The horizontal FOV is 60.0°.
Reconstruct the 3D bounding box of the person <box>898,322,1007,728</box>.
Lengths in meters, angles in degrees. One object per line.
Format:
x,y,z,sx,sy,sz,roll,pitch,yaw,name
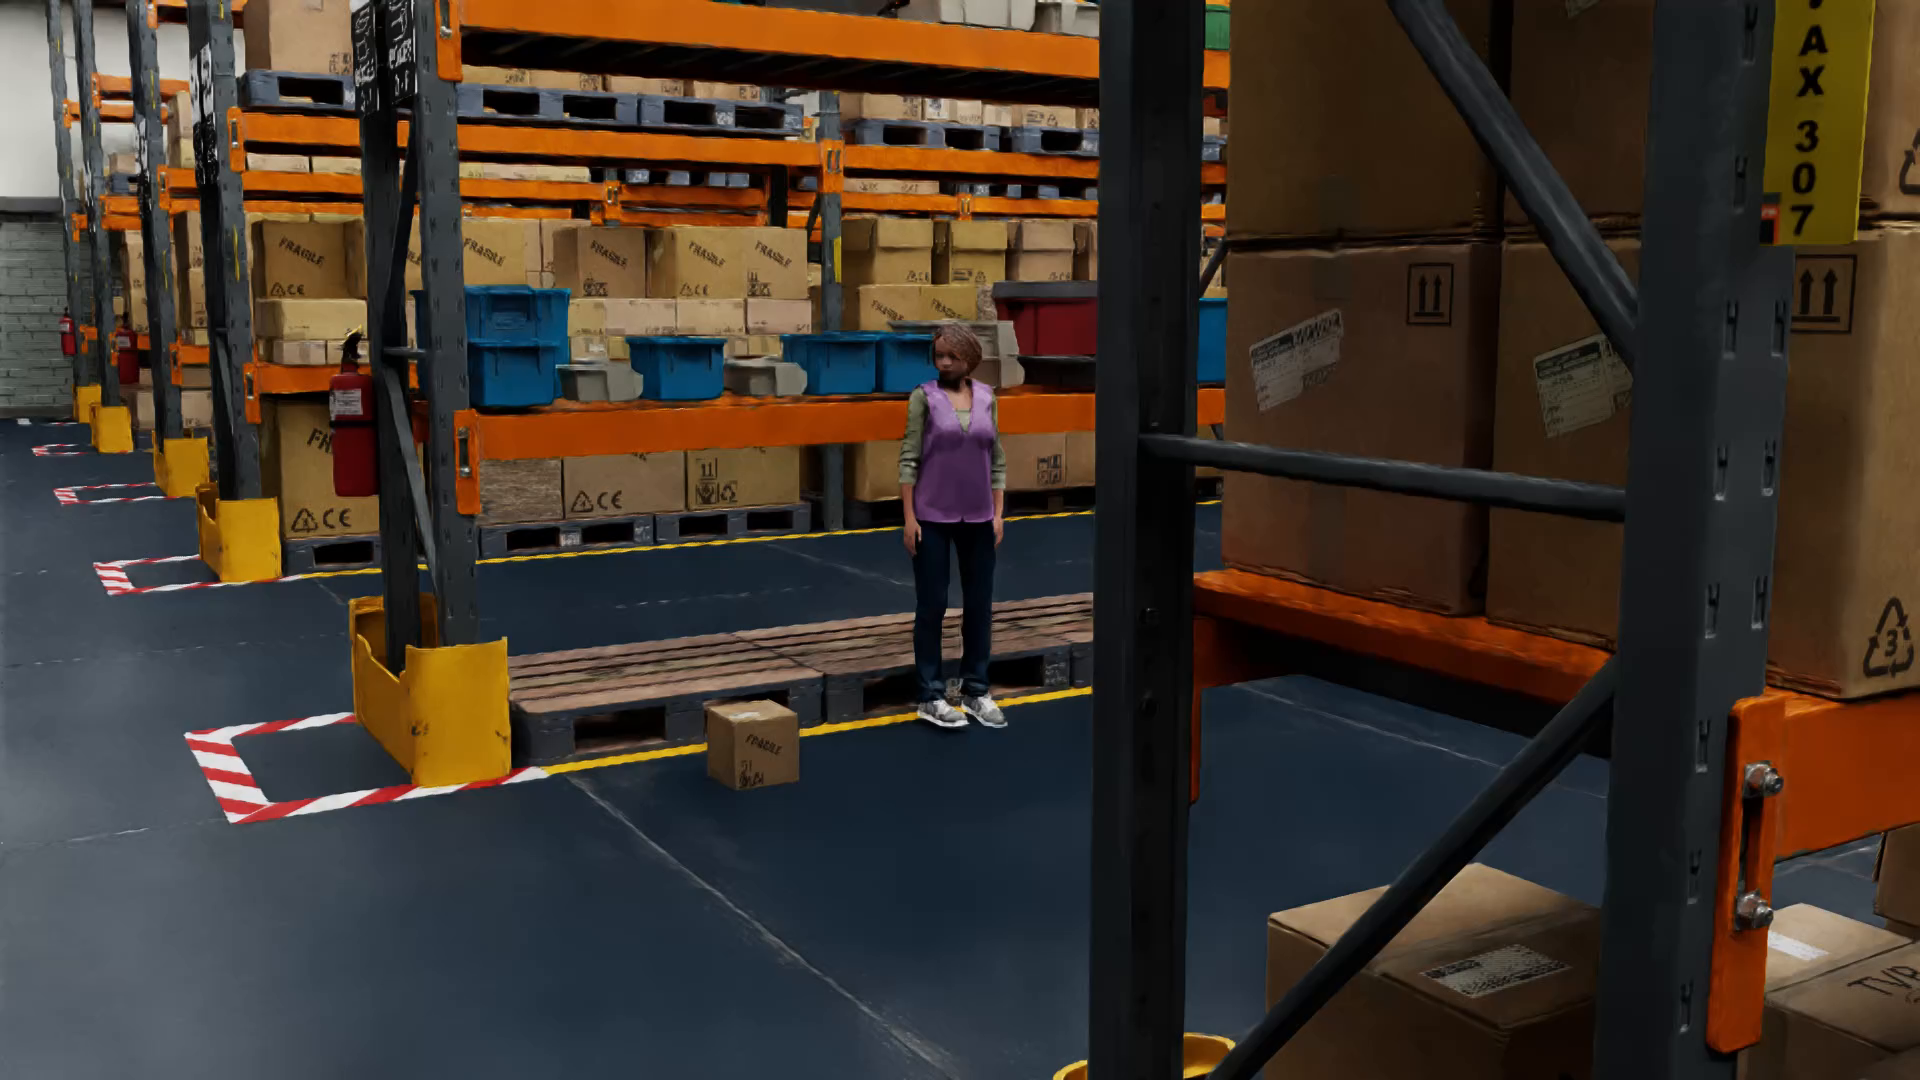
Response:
-0.019,-0.052,6.661,0.460,1.632,0.363,-3,9,-19,person
